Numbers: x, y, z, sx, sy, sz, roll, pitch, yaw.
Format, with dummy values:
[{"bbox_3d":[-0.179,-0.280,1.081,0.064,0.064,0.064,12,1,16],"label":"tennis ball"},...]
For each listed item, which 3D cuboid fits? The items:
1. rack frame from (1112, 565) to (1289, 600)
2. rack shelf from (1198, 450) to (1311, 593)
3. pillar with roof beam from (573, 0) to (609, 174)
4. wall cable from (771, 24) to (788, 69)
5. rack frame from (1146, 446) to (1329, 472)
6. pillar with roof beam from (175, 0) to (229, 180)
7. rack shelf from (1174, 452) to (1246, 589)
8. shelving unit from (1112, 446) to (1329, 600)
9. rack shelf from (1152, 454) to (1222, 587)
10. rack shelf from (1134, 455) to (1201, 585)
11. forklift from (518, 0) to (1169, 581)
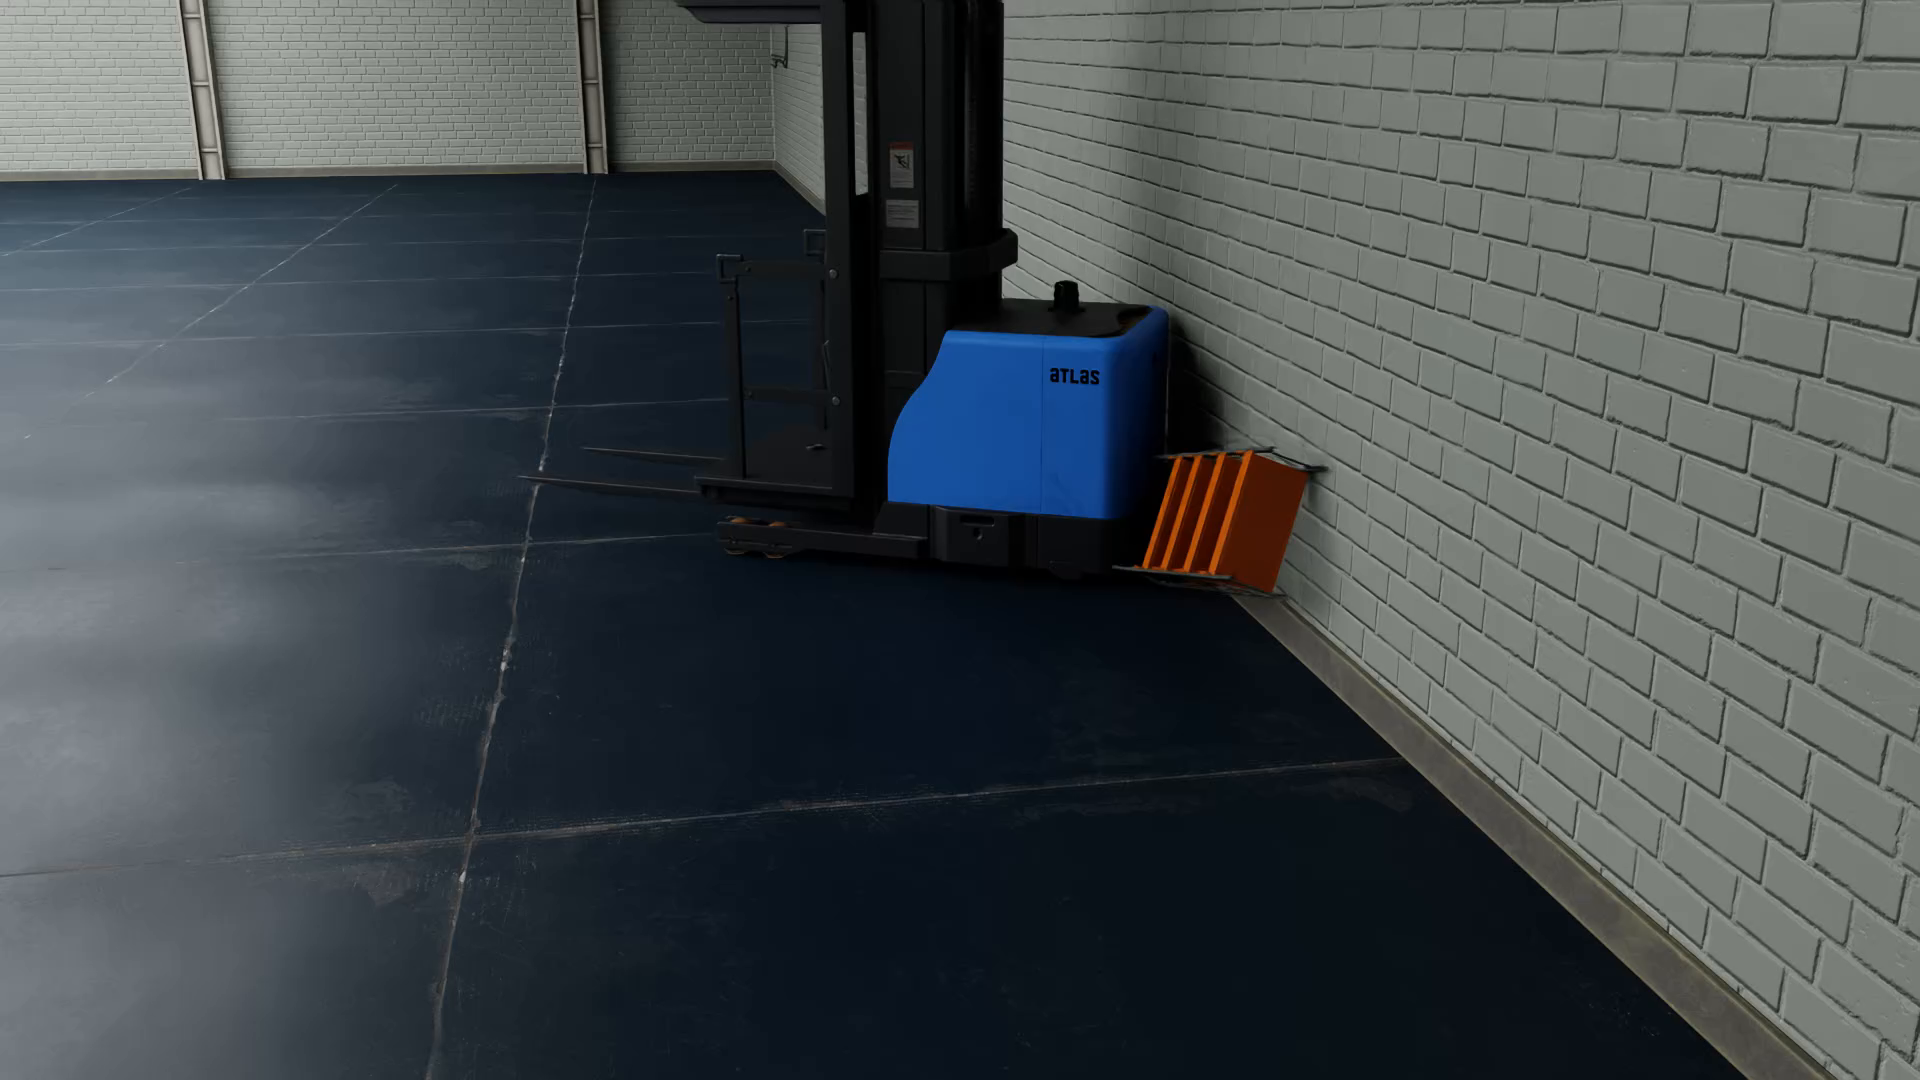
[{"bbox_3d":[0.912,0.160,6.511,0.240,0.015,1.200,19,-4,-15],"label":"rack frame"},{"bbox_3d":[1.089,-0.065,6.148,0.258,0.480,0.148,19,-4,-15],"label":"rack shelf"},{"bbox_3d":[-5.253,-9.188,22.400,0.400,9.000,9.100,-3,17,-10],"label":"pillar with roof beam"},{"bbox_3d":[-2.926,-8.728,26.189,0.112,2.526,3.097,-3,17,-10],"label":"wall cable"},{"bbox_3d":[1.061,-0.303,6.544,0.240,0.015,1.200,19,-4,-15],"label":"rack frame"},{"bbox_3d":[-11.144,-8.854,21.312,0.400,9.000,9.100,-3,17,-10],"label":"pillar with roof beam"},{"bbox_3d":[1.028,-0.069,6.377,0.258,0.480,0.148,19,-4,-15],"label":"rack shelf"},{"bbox_3d":[0.987,-0.071,6.528,0.258,0.503,1.200,19,-4,-15],"label":"shelving unit"},{"bbox_3d":[0.969,-0.073,6.593,0.258,0.480,0.148,19,-4,-15],"label":"rack shelf"},{"bbox_3d":[0.917,-0.076,6.784,0.258,0.480,0.148,19,-4,-15],"label":"rack shelf"},{"bbox_3d":[-0.597,-1.456,7.559,3.031,2.935,1.130,5,18,17],"label":"forklift"}]
